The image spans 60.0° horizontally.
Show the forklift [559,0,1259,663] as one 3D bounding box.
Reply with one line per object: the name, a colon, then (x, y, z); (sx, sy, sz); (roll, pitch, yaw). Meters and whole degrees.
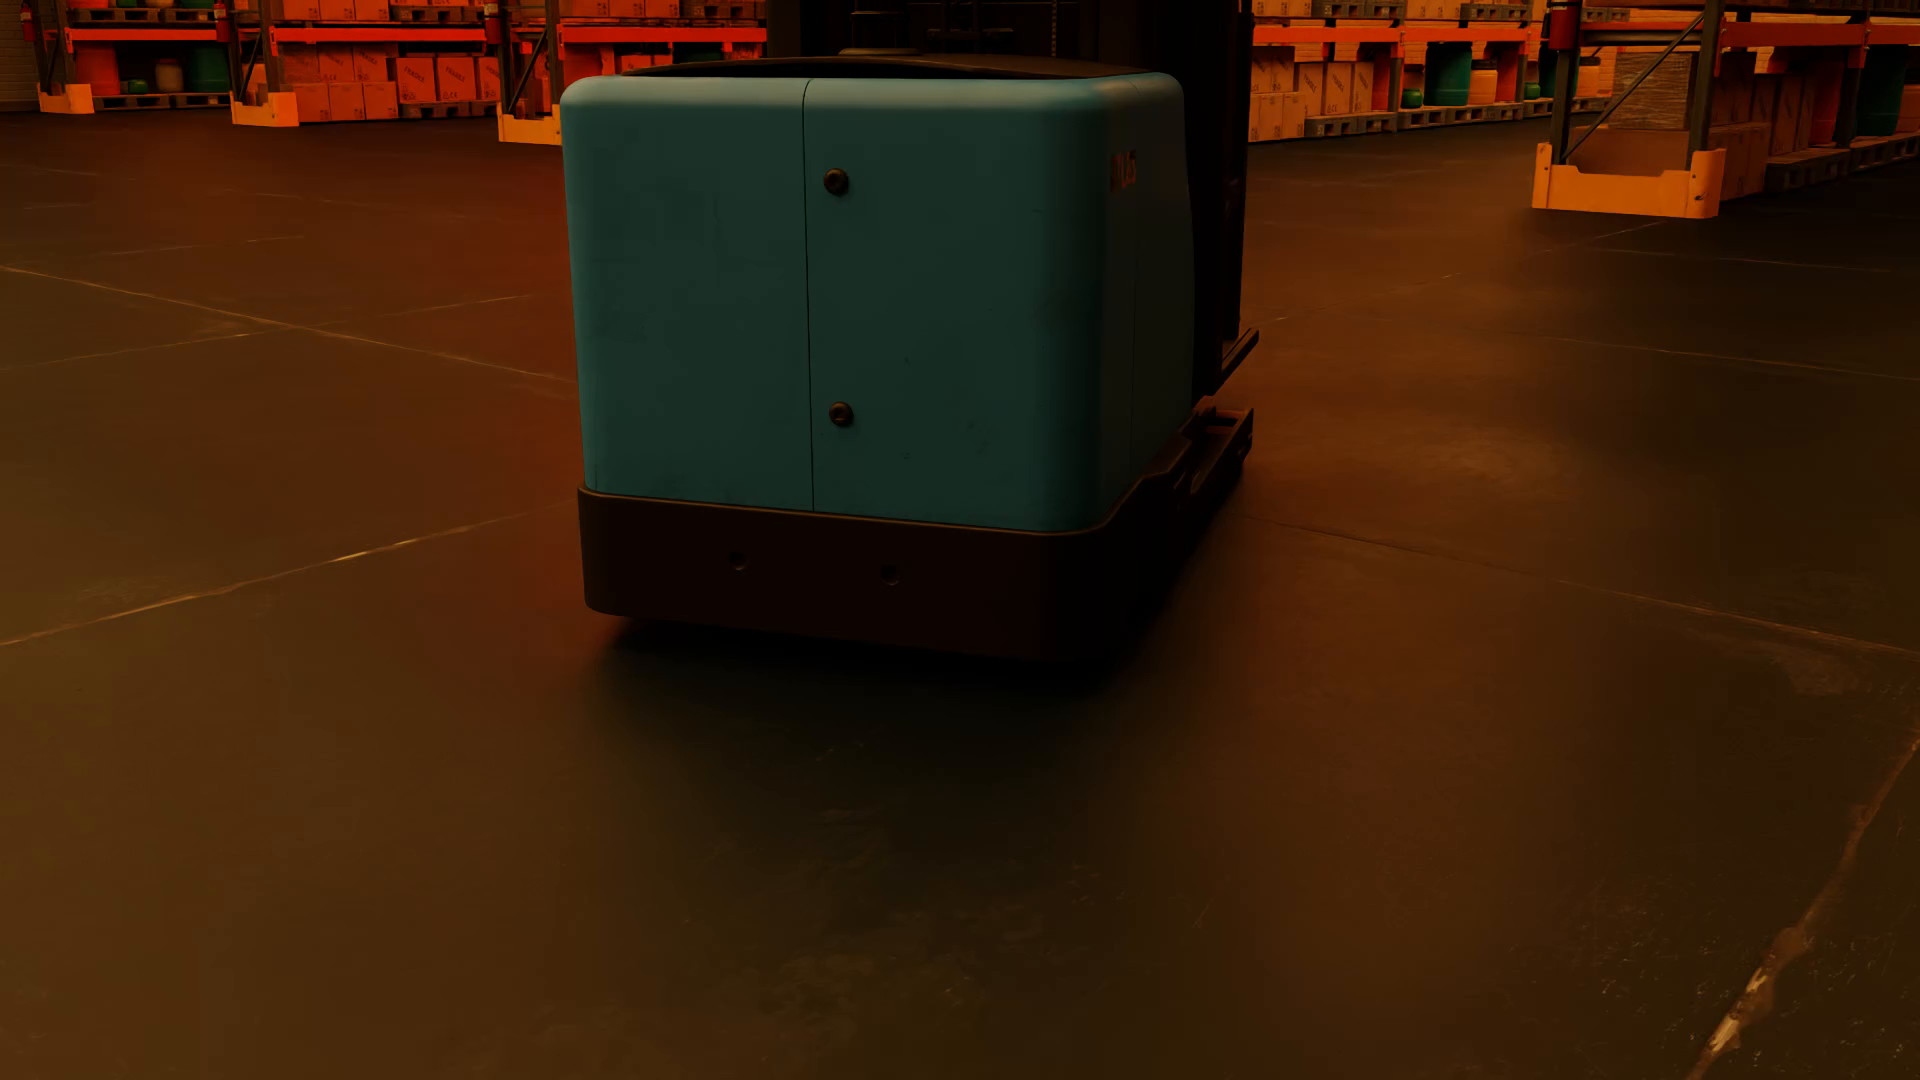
forklift: (0.182, -1.571, 4.072); (1.130, 2.935, 3.031); (5, 18, 17)
